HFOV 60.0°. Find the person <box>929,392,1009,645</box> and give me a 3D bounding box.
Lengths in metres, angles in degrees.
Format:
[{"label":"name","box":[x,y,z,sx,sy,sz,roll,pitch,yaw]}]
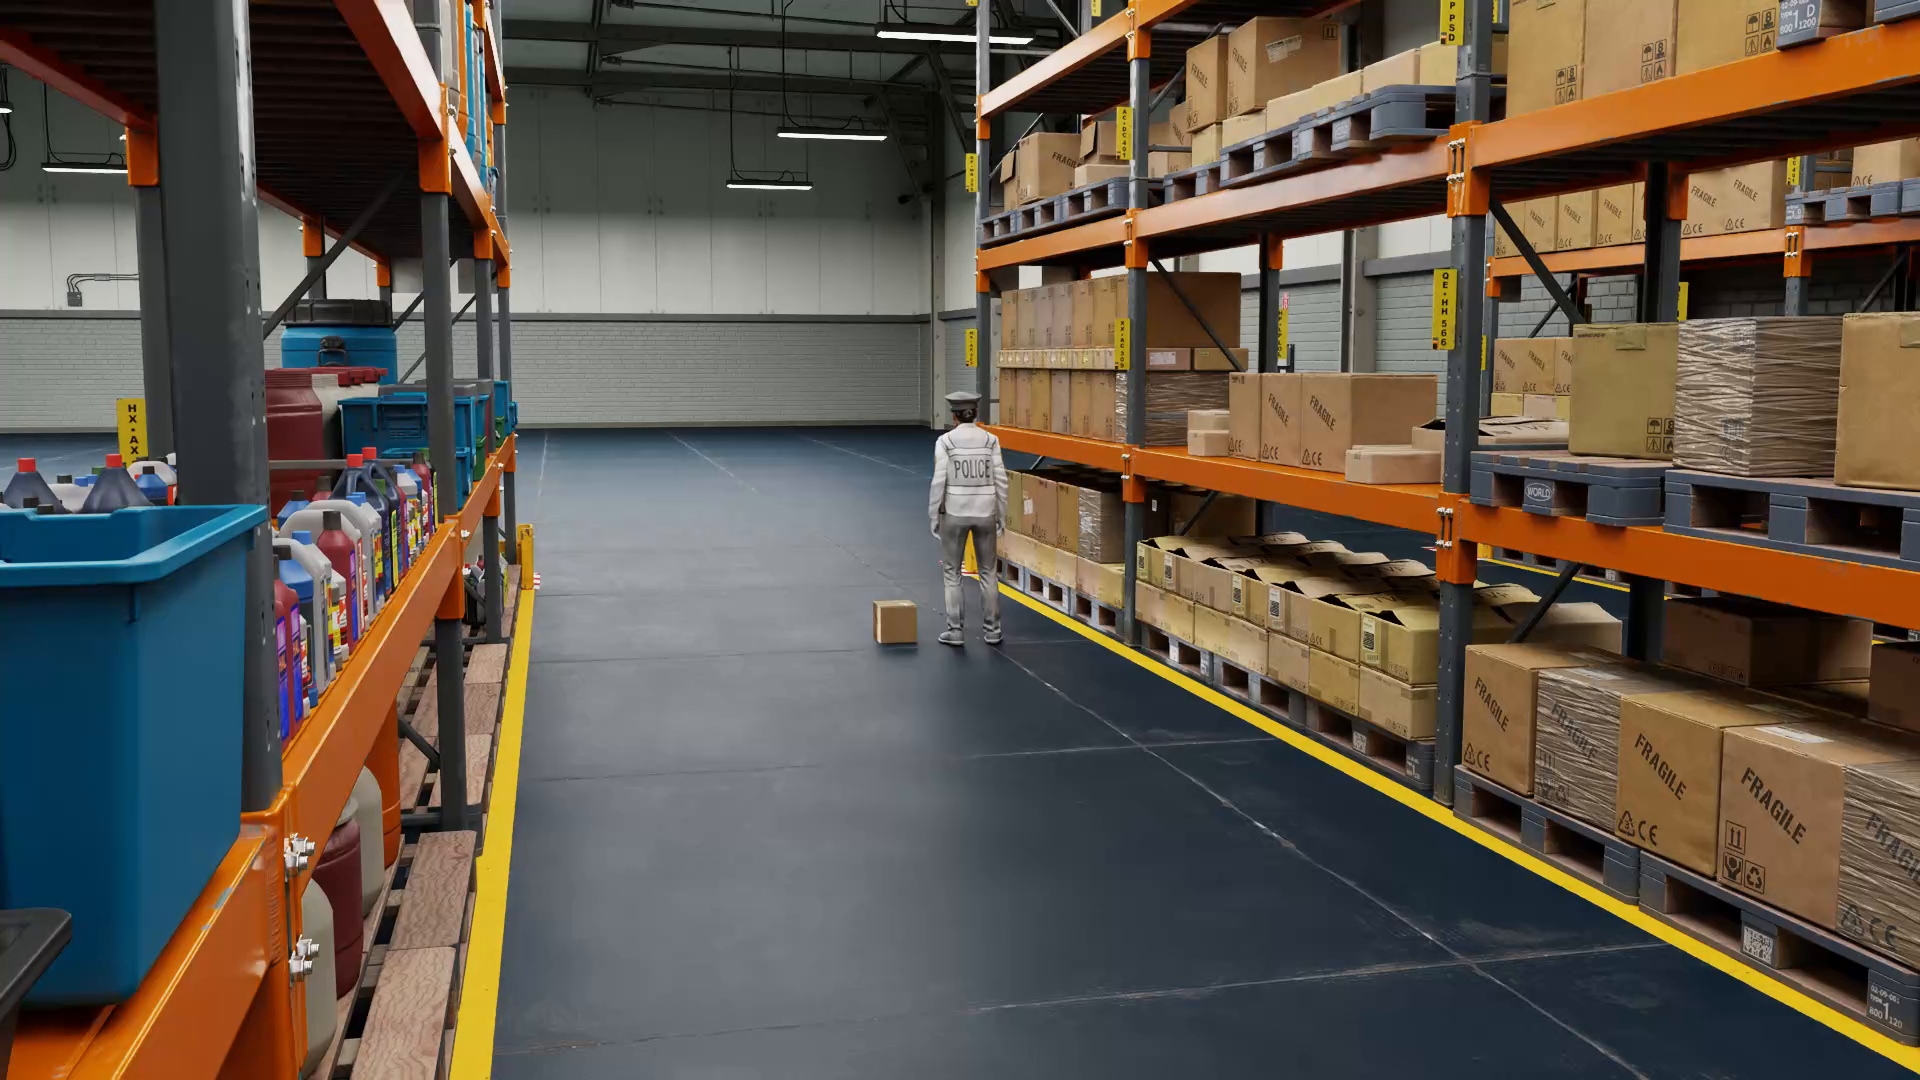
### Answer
[{"label":"person","box":[0.055,-0.140,10.943,0.529,1.663,0.371,-2,6,-15]}]
